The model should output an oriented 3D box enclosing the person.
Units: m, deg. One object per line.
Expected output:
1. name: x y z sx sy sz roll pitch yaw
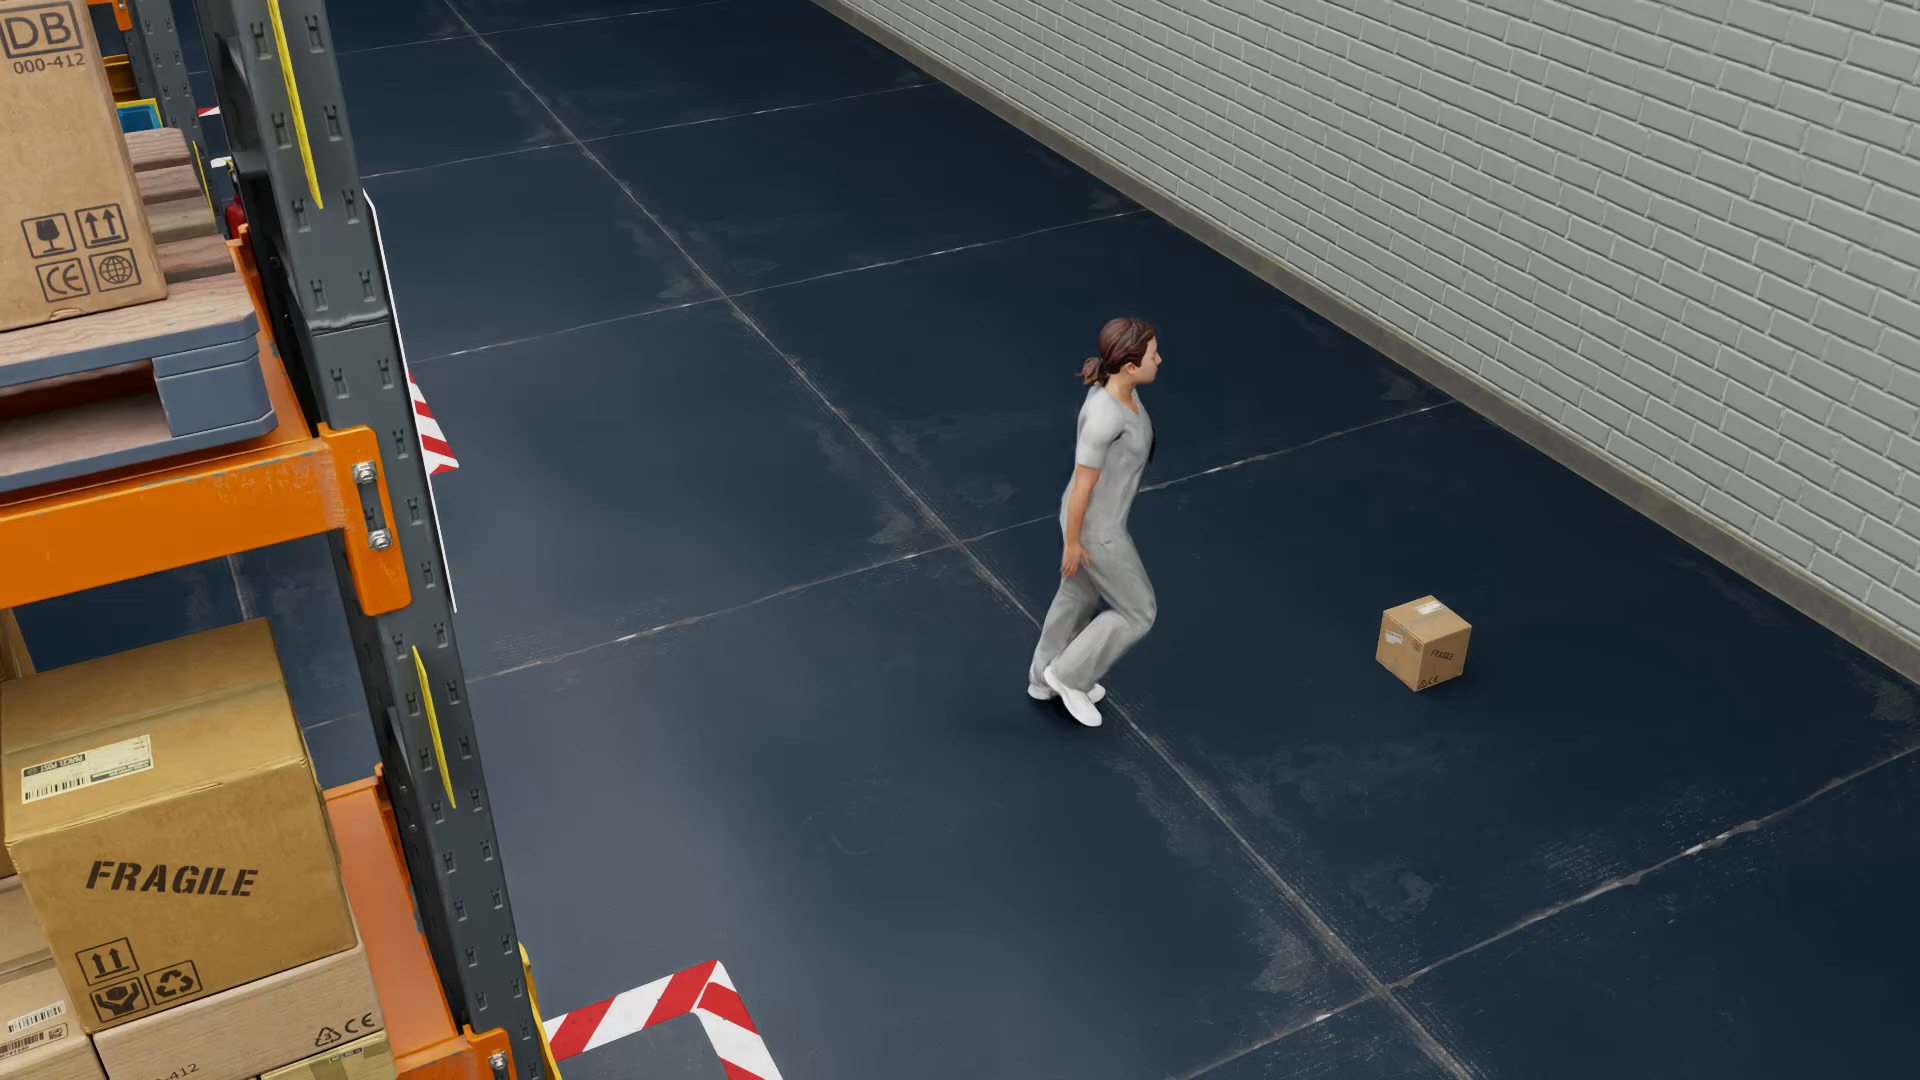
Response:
1. person: 0.515 -0.064 6.213 0.487 1.654 0.482 4 33 7
